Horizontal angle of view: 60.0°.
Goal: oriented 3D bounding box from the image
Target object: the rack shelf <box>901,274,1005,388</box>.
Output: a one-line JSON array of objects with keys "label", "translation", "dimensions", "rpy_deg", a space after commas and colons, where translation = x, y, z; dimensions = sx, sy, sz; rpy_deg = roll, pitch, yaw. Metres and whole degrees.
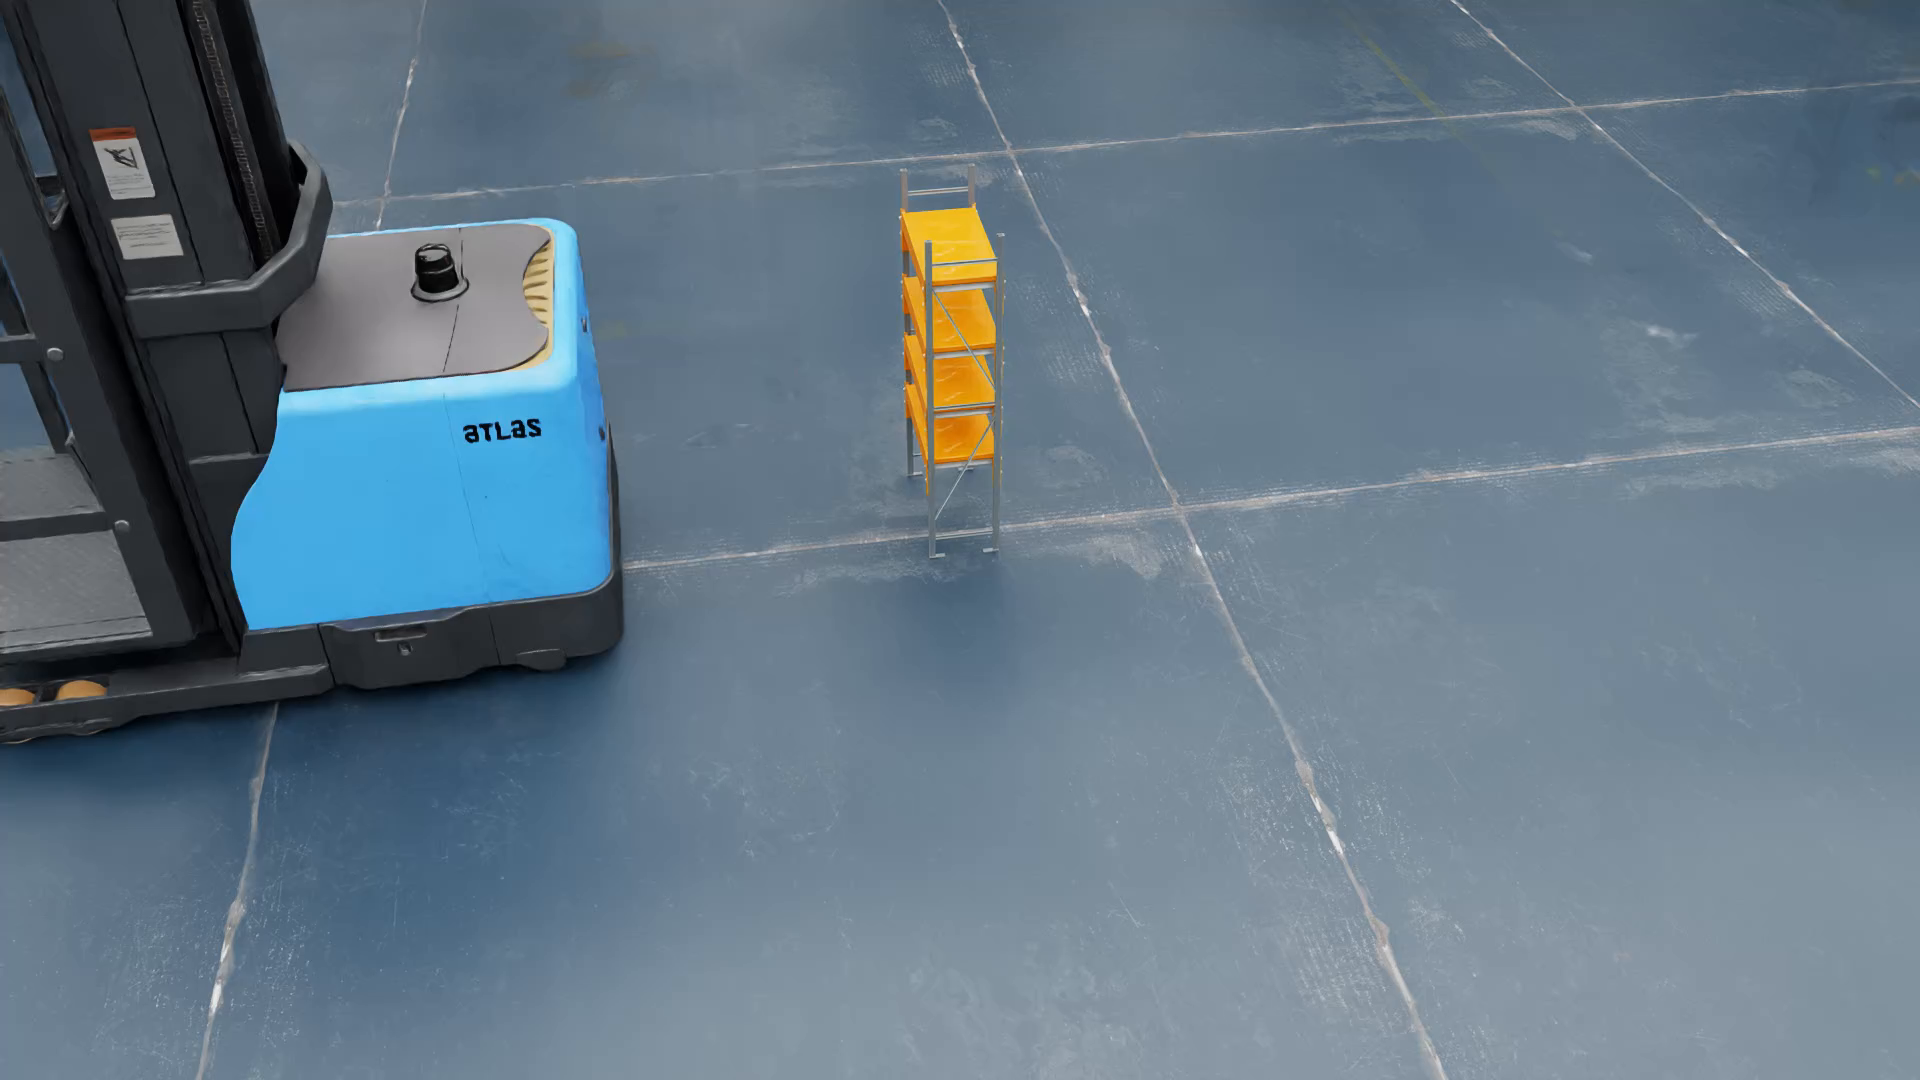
[{"label": "rack shelf", "translation": [-0.029, -0.697, 5.415], "dimensions": [0.258, 0.148, 0.480], "rpy_deg": [-6, 38, -8]}]

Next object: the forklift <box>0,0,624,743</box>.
[{"label": "forklift", "translation": [-2.631, -0.902, 4.522], "dimensions": [3.031, 2.935, 1.130], "rpy_deg": [-6, 38, -8]}]

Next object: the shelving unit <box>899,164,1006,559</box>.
[{"label": "shelving unit", "translation": [-0.029, -0.574, 5.511], "dimensions": [0.258, 1.200, 0.503], "rpy_deg": [-6, 38, -8]}]

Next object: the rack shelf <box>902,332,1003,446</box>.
[{"label": "rack shelf", "translation": [-0.029, -0.521, 5.552], "dimensions": [0.258, 0.148, 0.480], "rpy_deg": [-6, 38, -8]}]

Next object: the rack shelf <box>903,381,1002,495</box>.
[{"label": "rack shelf", "translation": [-0.029, -0.364, 5.674], "dimensions": [0.258, 0.148, 0.480], "rpy_deg": [-6, 38, -8]}]

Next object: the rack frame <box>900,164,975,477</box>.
[{"label": "rack frame", "translation": [-0.072, -0.721, 5.700], "dimensions": [0.240, 1.200, 0.015], "rpy_deg": [-6, 38, -8]}]

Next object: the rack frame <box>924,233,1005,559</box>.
[{"label": "rack frame", "translation": [0.014, -0.426, 5.321], "dimensions": [0.240, 1.200, 0.015], "rpy_deg": [-6, 38, -8]}]

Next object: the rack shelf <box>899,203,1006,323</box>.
[{"label": "rack shelf", "translation": [-0.029, -0.884, 5.270], "dimensions": [0.258, 0.148, 0.480], "rpy_deg": [-6, 38, -8]}]
